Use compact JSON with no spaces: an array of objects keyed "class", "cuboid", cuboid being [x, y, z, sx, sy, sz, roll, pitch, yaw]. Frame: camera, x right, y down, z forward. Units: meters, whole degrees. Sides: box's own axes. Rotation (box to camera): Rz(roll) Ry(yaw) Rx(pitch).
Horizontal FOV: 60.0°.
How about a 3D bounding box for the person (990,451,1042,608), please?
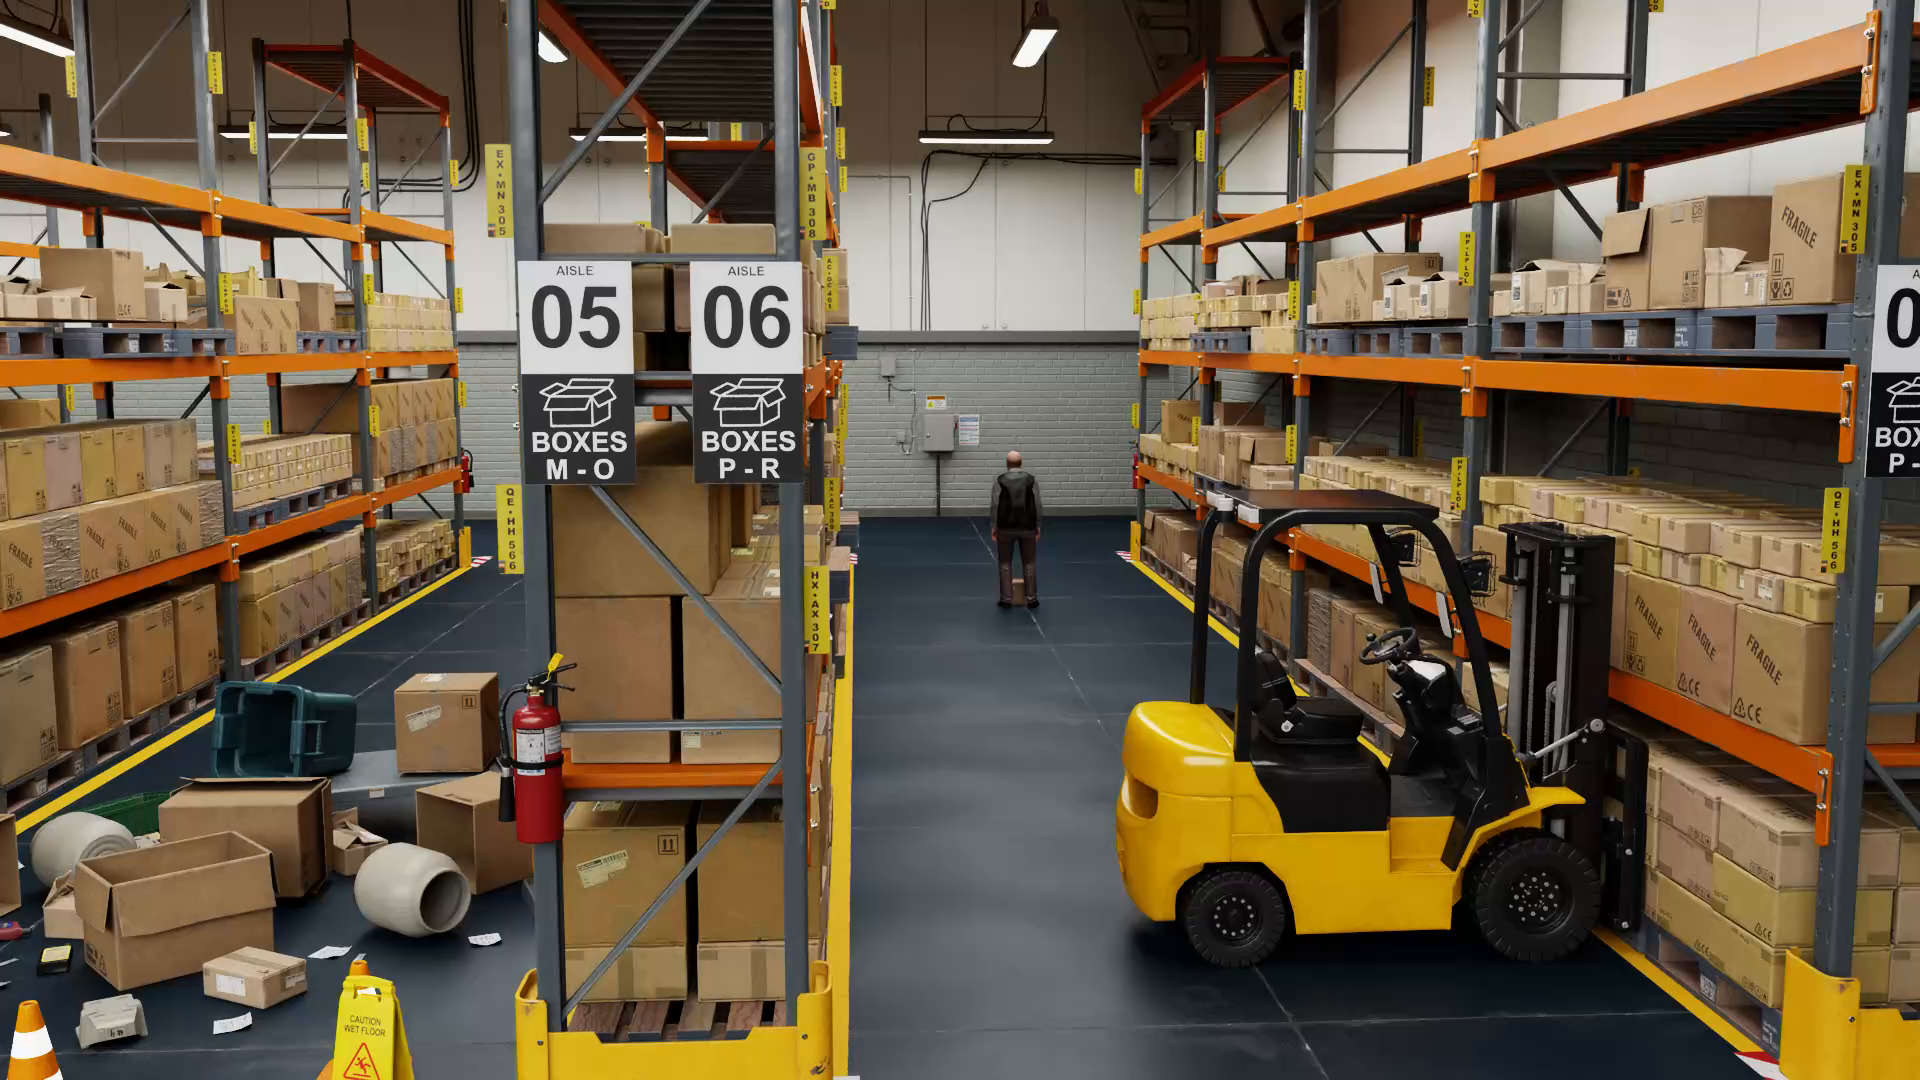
[{"class":"person","cuboid":[0.614,-0.116,18.319,0.578,1.719,0.376,-1,7,-6]}]
